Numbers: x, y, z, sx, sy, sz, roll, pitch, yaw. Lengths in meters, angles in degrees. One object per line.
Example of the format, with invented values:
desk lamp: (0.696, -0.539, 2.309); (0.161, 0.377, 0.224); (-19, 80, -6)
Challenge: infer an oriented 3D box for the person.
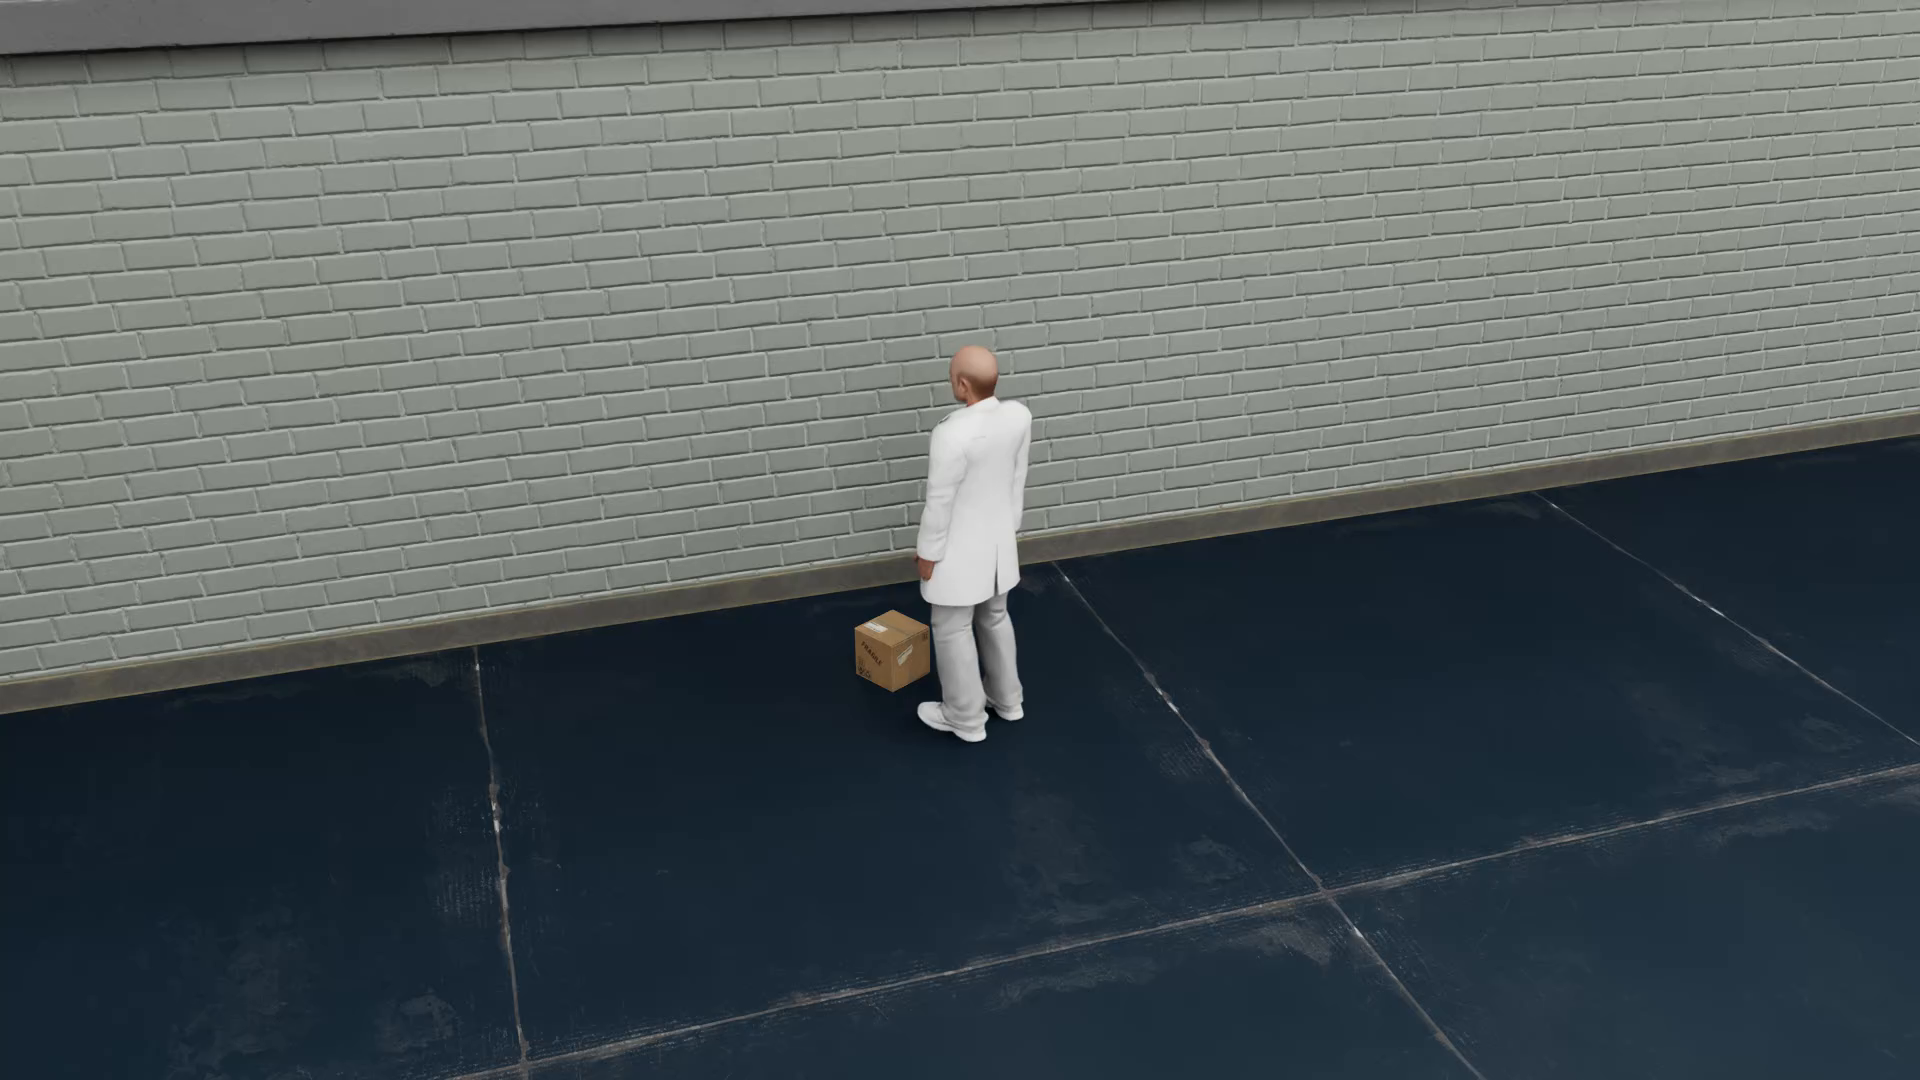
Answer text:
person: (0.036, 0.008, 7.117); (0.378, 1.777, 0.563); (24, 35, 39)
